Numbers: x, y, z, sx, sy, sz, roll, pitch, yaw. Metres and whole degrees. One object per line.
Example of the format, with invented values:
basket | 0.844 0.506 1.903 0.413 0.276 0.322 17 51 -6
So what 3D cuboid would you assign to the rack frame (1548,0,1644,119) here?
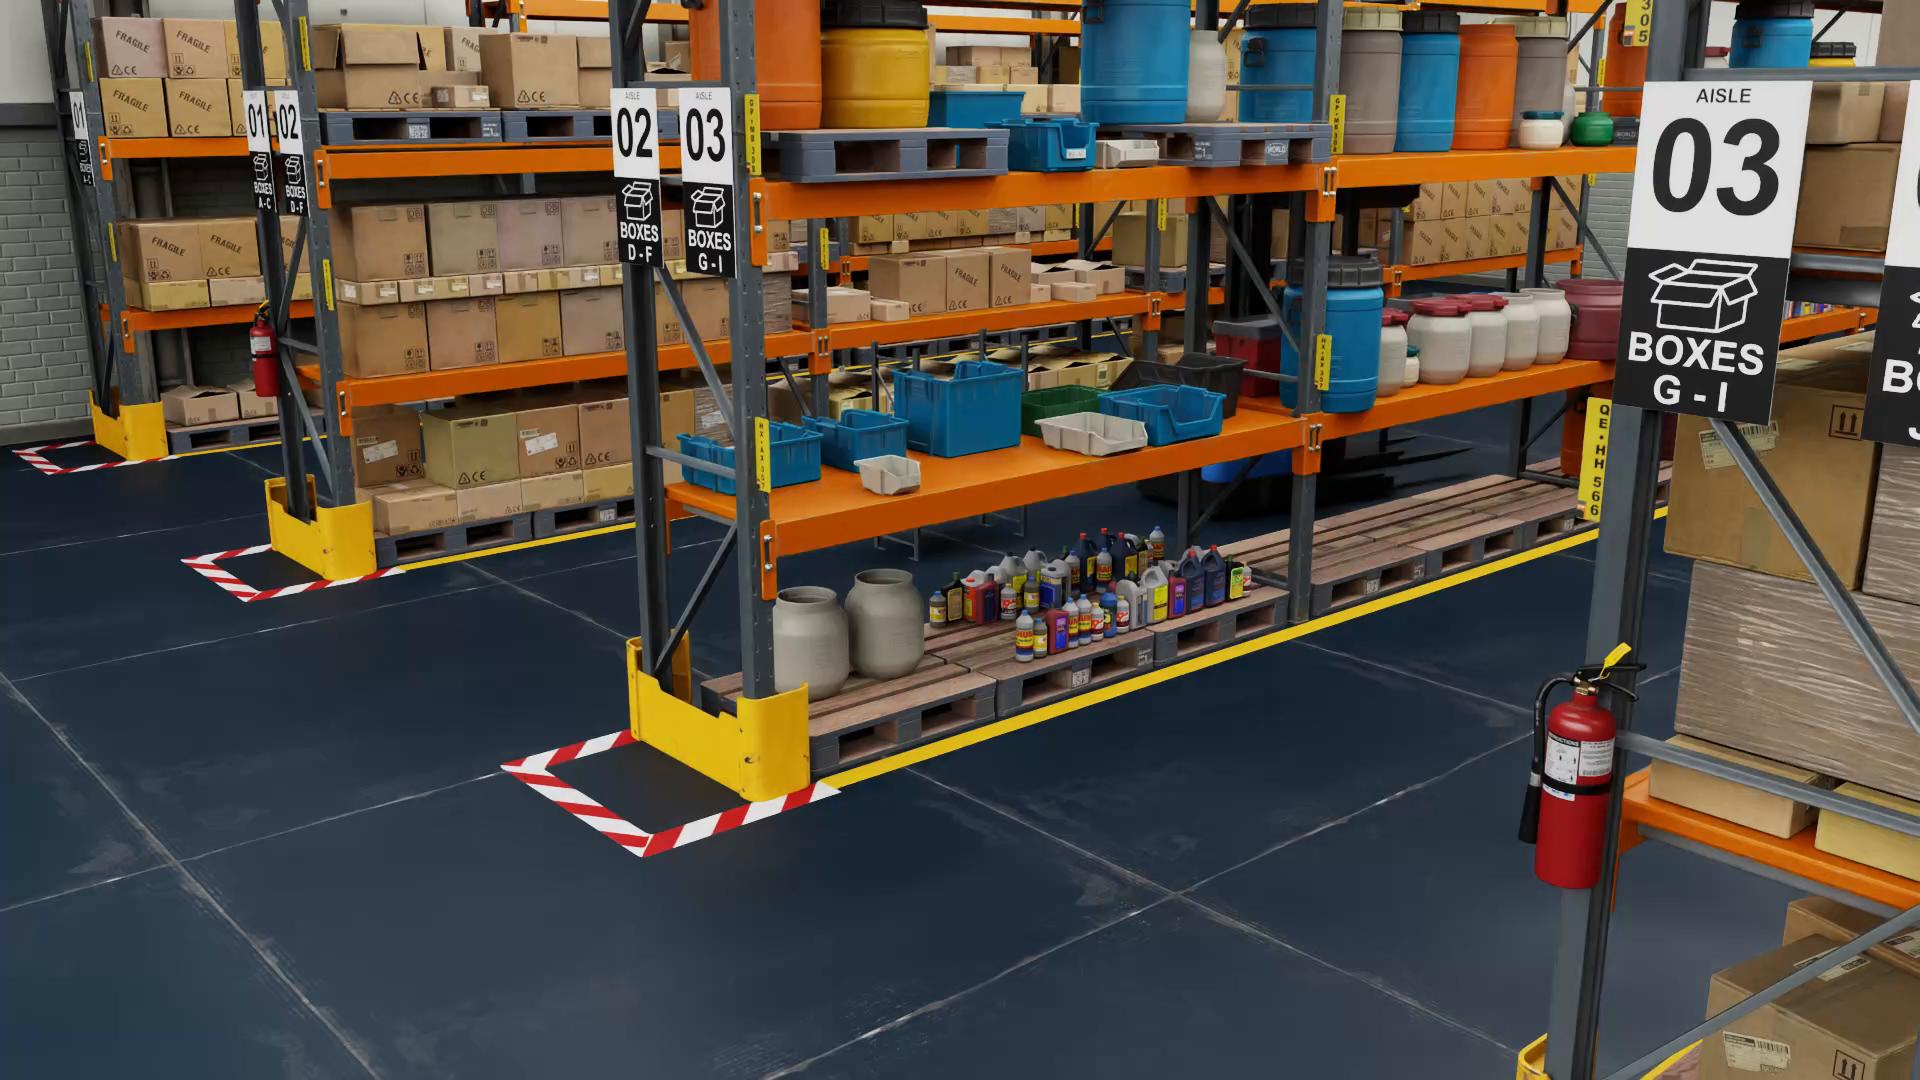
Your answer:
rack frame | 4.811 -4.602 12.042 0.127 3.000 1.000 -13 19 -39

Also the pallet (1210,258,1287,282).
pallet | 3.027 -2.906 17.690 1.213 0.211 1.003 -13 19 -39

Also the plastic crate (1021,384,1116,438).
plastic crate | 0.585 -0.749 9.651 0.662 0.188 0.450 -13 19 -39

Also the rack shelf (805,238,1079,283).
rack shelf | -0.183 -3.624 21.398 4.000 0.370 1.077 -13 19 -39

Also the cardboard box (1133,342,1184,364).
cardboard box | 2.094 -1.695 16.775 0.500 0.500 0.500 -12 19 -37

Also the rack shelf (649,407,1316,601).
rack shelf | 0.285 -0.340 9.104 4.000 0.370 1.077 -13 19 -39

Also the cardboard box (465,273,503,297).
cardboard box | -3.457 -1.829 11.835 0.250 0.149 0.380 -13 20 -40

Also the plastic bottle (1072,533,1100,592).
plastic bottle | 0.770 0.129 10.235 0.185 0.351 0.144 -14 20 -42

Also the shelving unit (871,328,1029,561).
shelving unit | -0.064 -0.710 12.002 1.048 1.500 0.538 -13 19 -39

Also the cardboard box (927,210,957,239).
cardboard box | -0.381 -4.037 20.743 0.500 0.500 0.500 -13 20 -40

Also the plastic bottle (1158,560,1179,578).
plastic bottle | 1.236 0.250 9.926 0.135 0.276 0.152 -13 19 -39

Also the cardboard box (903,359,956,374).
cardboard box | -0.190 -1.519 15.551 0.500 0.311 0.500 -13 20 -40

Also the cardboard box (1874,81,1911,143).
cardboard box | 2.306 -1.083 4.196 0.250 0.149 0.380 -13 20 -41

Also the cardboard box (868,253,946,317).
cardboard box | -0.467 -2.256 14.688 0.500 0.500 0.500 -11 18 -35

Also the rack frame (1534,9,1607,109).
rack frame | 7.598 -6.922 20.728 0.127 3.000 1.000 -13 19 -39

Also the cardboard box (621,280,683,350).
cardboard box | -2.560 -1.788 12.938 0.500 0.500 0.700 -12 19 -39

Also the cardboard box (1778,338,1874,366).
cardboard box | 2.654 -0.286 4.802 0.500 0.500 0.500 -13 19 -39

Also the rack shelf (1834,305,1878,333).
rack shelf | 9.338 -2.373 16.714 4.000 0.370 1.077 -13 19 -39

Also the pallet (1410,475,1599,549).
pallet | 4.201 -0.233 12.713 1.213 0.211 1.003 -13 19 -39

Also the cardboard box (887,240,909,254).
cardboard box | -0.840 -3.601 20.367 0.250 0.149 0.380 -12 19 -38

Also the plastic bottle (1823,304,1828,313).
plastic bottle | 7.674 -2.131 14.799 0.097 0.201 0.097 0 15 0

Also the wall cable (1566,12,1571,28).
wall cable | 10.620 -9.188 25.440 0.112 2.526 3.097 -13 19 -39

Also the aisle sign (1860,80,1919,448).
aisle sign | 2.178 -0.571 3.539 0.004 0.787 0.394 -13 19 -39

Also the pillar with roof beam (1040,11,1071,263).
pillar with roof beam | 4.112 -6.657 19.736 0.400 9.000 9.100 -13 19 -39

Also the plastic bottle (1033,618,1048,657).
plastic bottle | 0.427 0.527 9.035 0.097 0.201 0.097 0 15 0

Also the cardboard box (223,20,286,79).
cardboard box | -6.486 -4.450 15.113 0.500 0.500 0.500 -12 19 -38

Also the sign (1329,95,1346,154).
sign | 2.147 -2.371 9.483 0.005 0.325 0.100 -13 19 -39

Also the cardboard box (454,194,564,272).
cardboard box | -3.299 -2.250 12.153 0.500 0.500 0.700 -13 19 -39

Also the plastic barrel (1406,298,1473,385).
plastic barrel | 3.213 -1.335 11.174 0.433 0.535 0.433 0 15 0

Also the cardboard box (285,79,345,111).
cardboard box | -6.103 -4.060 15.592 0.500 0.500 0.500 -11 19 -36

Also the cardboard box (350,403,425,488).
cardboard box | -4.263 -0.699 12.116 0.500 0.500 0.500 -13 19 -39

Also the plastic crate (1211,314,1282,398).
plastic crate | 1.958 -1.199 10.801 0.583 0.464 0.402 -13 19 -39

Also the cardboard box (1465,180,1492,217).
cardboard box | 5.897 -4.077 19.570 0.500 0.500 0.500 -13 20 -41

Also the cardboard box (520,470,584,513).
cardboard box | -3.170 -0.406 12.470 0.500 0.250 0.500 -13 19 -39

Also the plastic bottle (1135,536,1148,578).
plastic bottle | 1.110 0.123 10.388 0.133 0.283 0.061 -13 19 -39

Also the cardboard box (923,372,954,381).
cardboard box | -0.209 -1.330 14.843 0.500 0.311 0.500 -14 20 -41

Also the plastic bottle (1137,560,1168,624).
plastic bottle | 1.109 0.294 9.619 0.185 0.351 0.144 -13 20 -40

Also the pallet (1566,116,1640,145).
pallet | 5.453 -3.172 12.867 1.213 0.211 1.003 -13 19 -39

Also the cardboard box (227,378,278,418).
cardboard box | -6.716 -1.387 15.988 0.500 0.311 0.500 -11 18 -35

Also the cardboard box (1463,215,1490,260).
cardboard box | 5.907 -3.600 19.720 0.500 0.500 0.500 -13 20 -40

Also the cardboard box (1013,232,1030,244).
cardboard box | 0.696 -3.947 21.663 0.250 0.149 0.380 -13 19 -39

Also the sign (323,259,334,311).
sign | -4.113 -1.661 10.825 0.005 0.325 0.100 -13 19 -39

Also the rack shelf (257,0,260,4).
rack shelf | -2.964 -4.010 11.994 4.000 0.370 1.077 -13 19 -39

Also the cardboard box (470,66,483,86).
cardboard box | -3.357 -3.331 12.182 0.500 0.311 0.500 -10 18 -33

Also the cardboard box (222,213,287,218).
cardboard box | -6.738 -2.870 15.980 0.500 0.500 0.500 -13 20 -41

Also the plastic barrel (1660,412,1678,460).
plastic barrel | 6.021 -1.019 14.112 0.708 0.588 0.600 -13 19 -39

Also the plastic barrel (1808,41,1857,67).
plastic barrel | 7.274 -3.930 14.160 0.600 0.588 0.600 0 15 0

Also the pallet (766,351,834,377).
pallet | -2.282 -2.153 19.902 1.213 0.211 1.003 -13 19 -39

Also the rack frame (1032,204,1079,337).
rack frame | 1.326 -4.310 22.573 0.127 3.000 1.000 -13 19 -39

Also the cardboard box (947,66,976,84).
cardboard box | -0.208 -5.713 20.967 0.500 0.500 0.700 -13 20 -39

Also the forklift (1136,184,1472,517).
forklift | 2.958 -1.860 13.534 3.031 2.935 1.130 -9 17 -31

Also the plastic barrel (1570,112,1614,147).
plastic barrel | 4.659 -3.026 12.255 0.294 0.245 0.294 0 15 0

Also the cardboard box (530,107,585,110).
cardboard box | -4.245 -4.732 17.334 0.500 0.500 0.500 -9 18 -32

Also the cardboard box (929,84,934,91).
cardboard box | -0.571 -3.767 14.204 0.500 0.250 0.500 14 20 42
